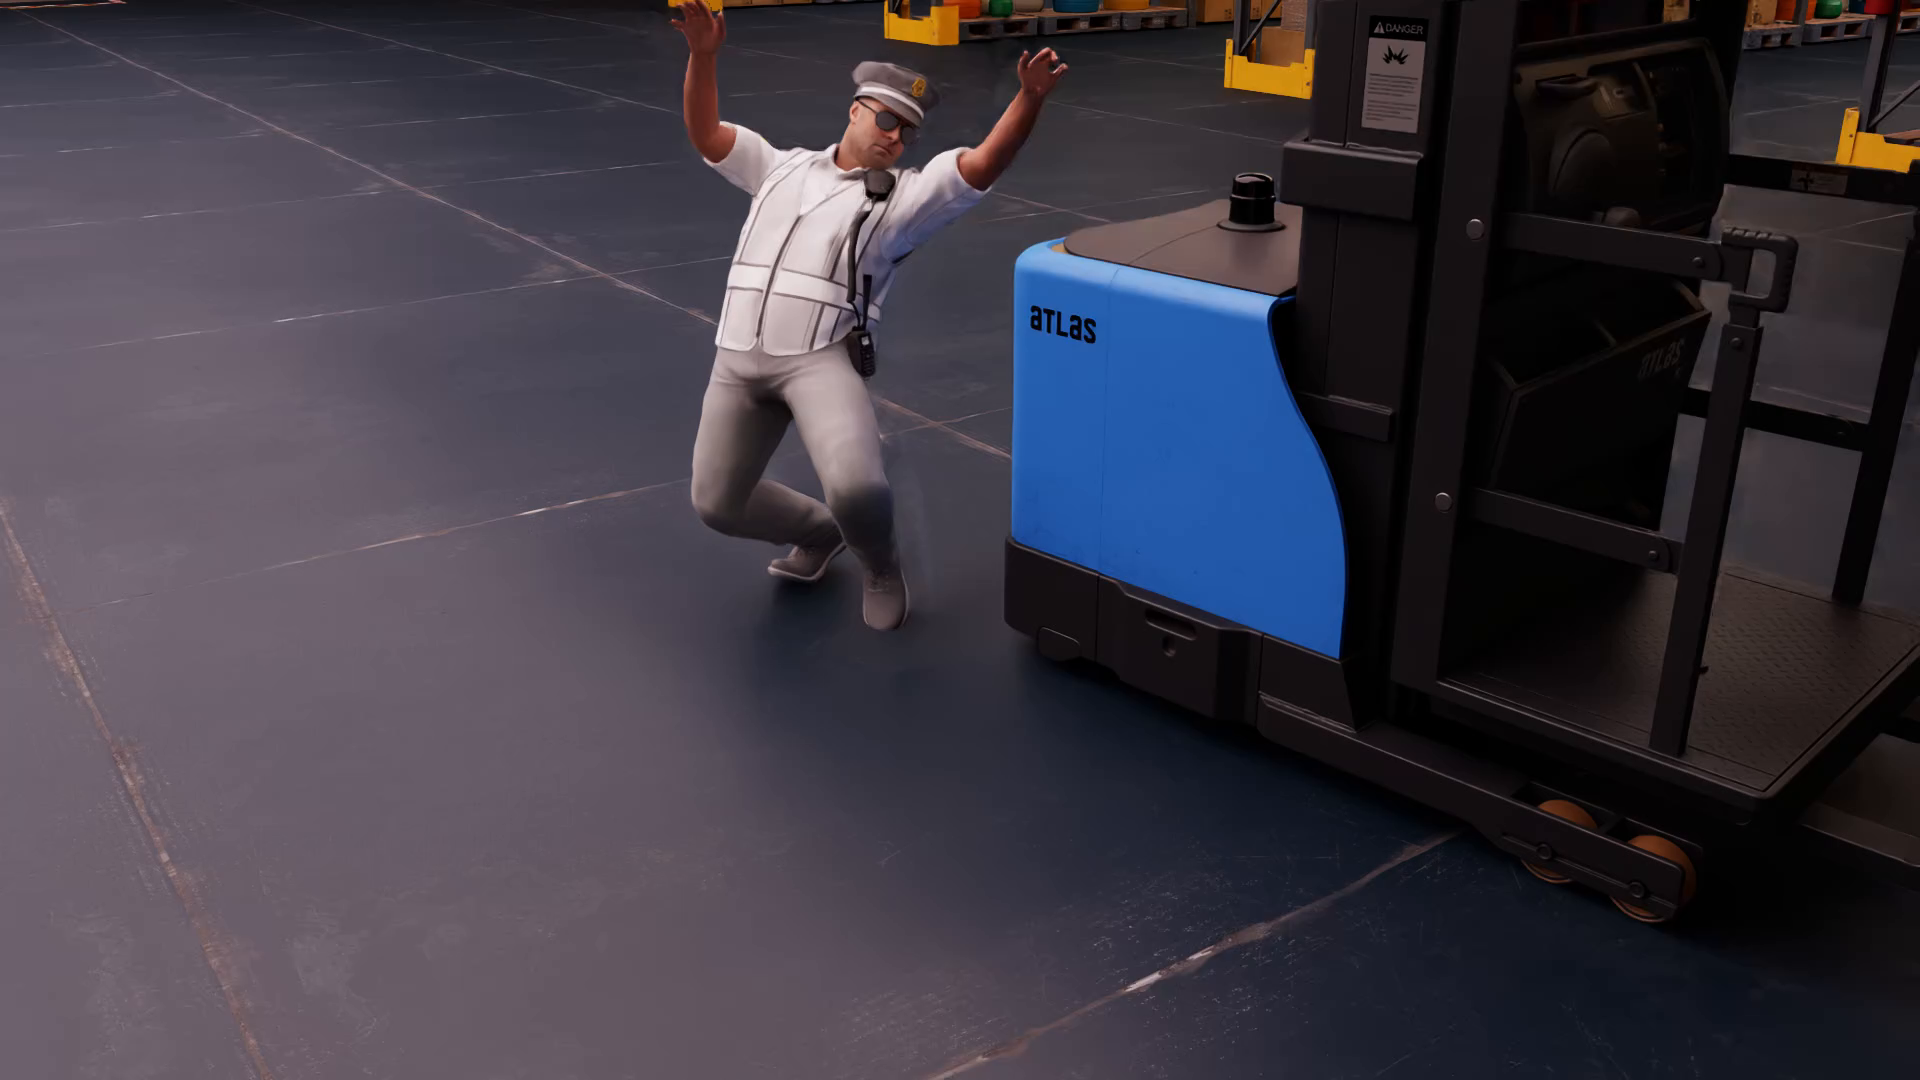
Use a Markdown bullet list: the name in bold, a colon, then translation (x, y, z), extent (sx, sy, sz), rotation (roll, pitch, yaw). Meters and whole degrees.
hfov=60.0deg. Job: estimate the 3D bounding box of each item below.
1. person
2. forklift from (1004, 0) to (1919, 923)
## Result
- **person**: translation (-0.236, -0.565, 4.417), extent (1.048, 1.684, 0.845), rotation (10, 24, 23)
- **forklift**: translation (1.520, -0.822, 3.288), extent (3.031, 2.935, 1.130), rotation (20, 30, 41)
